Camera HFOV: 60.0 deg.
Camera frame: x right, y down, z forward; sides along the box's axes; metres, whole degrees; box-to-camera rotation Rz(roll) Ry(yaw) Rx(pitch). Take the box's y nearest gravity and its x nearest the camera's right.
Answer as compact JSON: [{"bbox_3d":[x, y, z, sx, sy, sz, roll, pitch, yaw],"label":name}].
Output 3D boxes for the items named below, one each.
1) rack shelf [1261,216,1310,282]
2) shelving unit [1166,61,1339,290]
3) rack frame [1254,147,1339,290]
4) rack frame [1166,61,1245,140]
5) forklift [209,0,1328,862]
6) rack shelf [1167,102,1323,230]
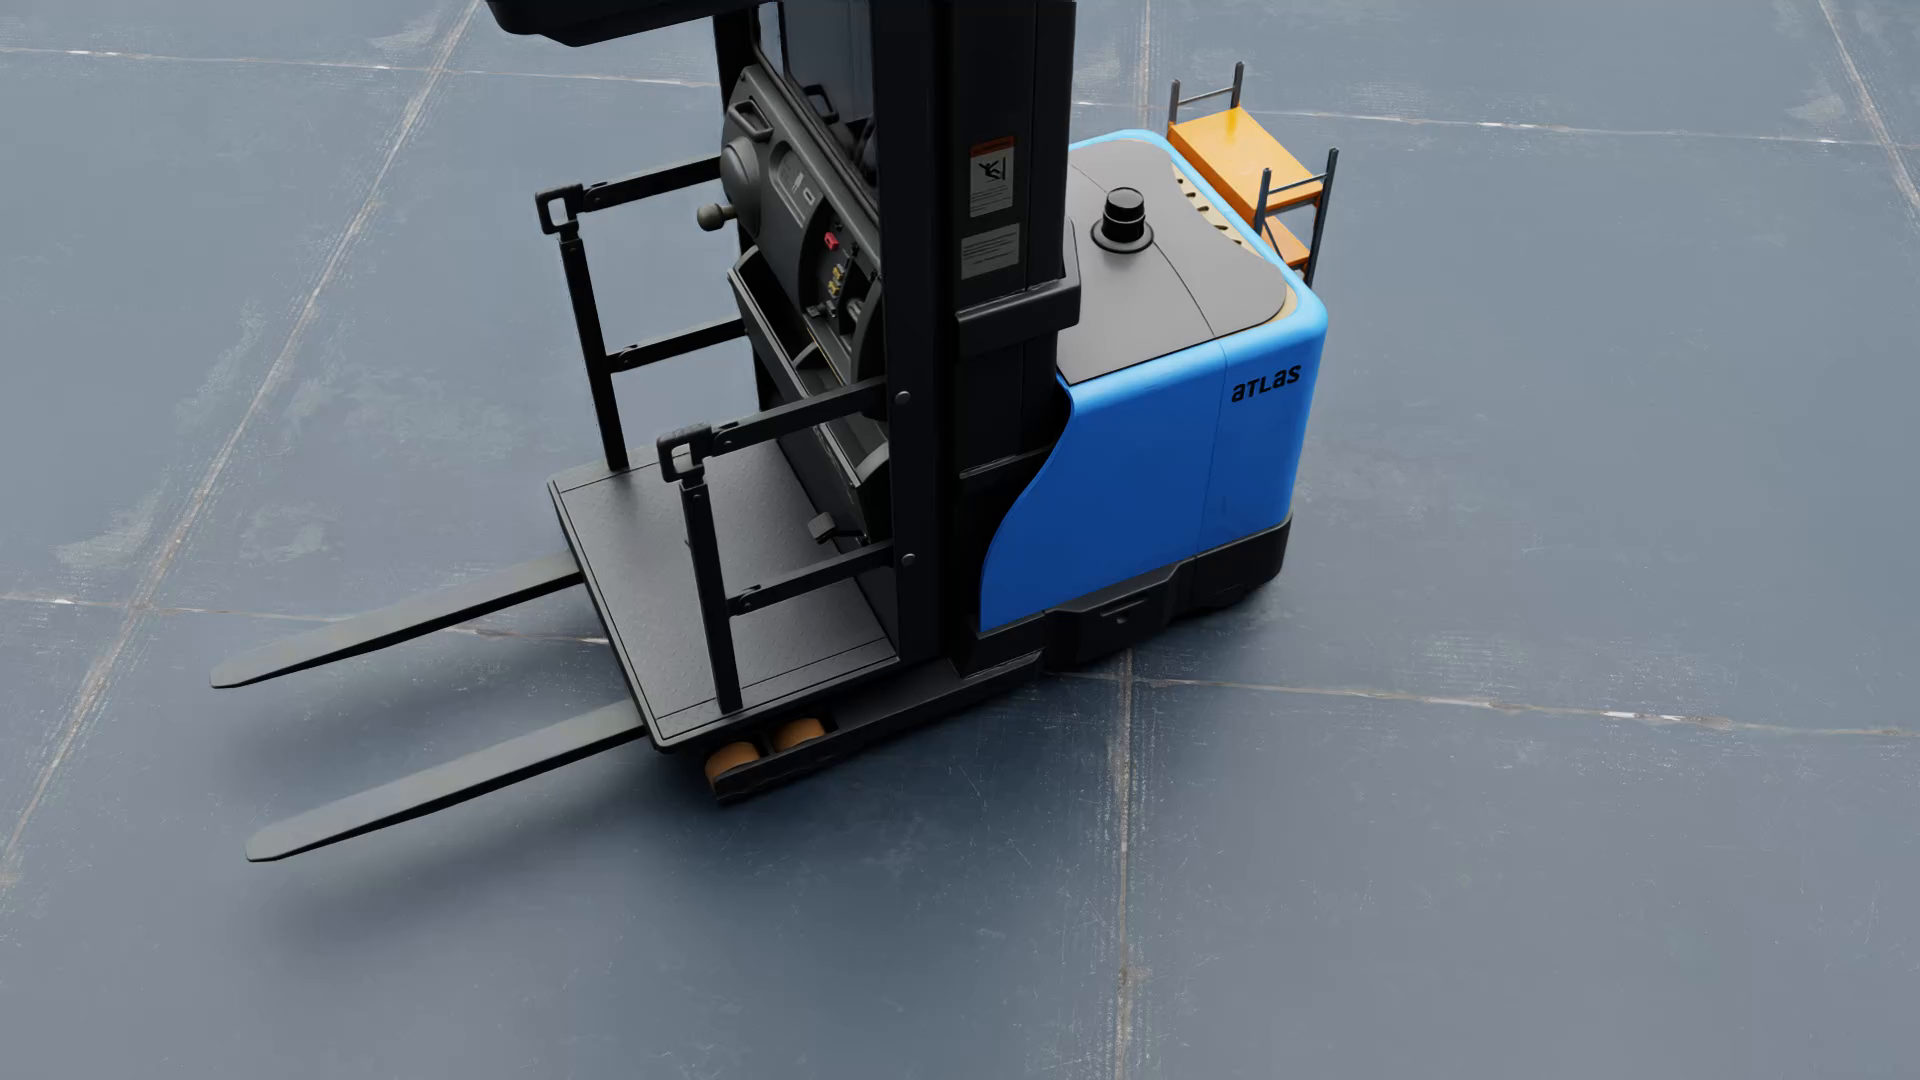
[{"bbox_3d":[0.835,-0.913,5.060,0.258,0.148,0.480,-19,50,-17],"label":"rack shelf"},{"bbox_3d":[0.835,-0.807,5.175,0.258,1.200,0.503,-19,50,-17],"label":"shelving unit"},{"bbox_3d":[0.941,-0.645,5.027,0.240,1.200,0.015,-19,50,-17],"label":"rack frame"},{"bbox_3d":[0.730,-0.970,5.324,0.240,1.200,0.015,-19,50,-17],"label":"rack frame"},{"bbox_3d":[-0.571,-0.722,3.924,3.031,2.935,1.130,-19,50,-17],"label":"forklift"},{"bbox_3d":[0.835,-1.073,4.885,0.258,0.148,0.480,-19,50,-17],"label":"rack shelf"}]
